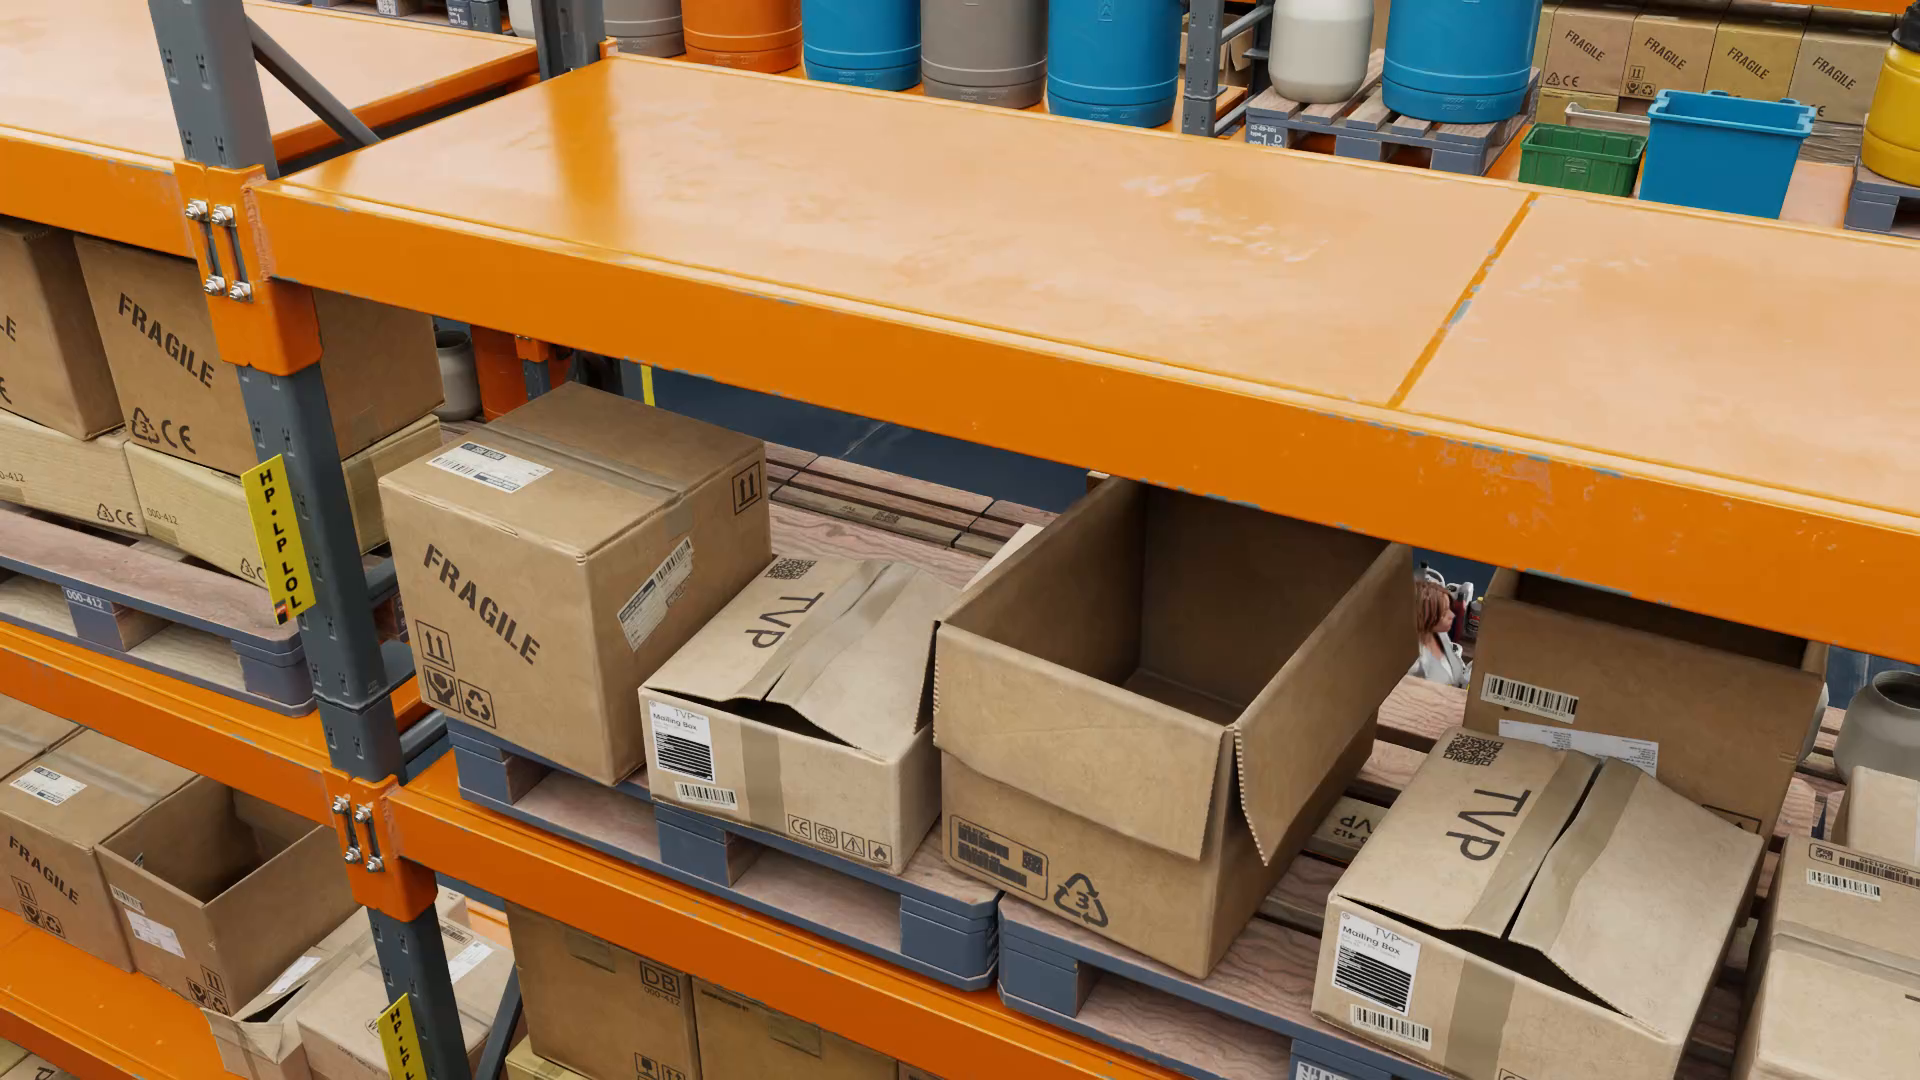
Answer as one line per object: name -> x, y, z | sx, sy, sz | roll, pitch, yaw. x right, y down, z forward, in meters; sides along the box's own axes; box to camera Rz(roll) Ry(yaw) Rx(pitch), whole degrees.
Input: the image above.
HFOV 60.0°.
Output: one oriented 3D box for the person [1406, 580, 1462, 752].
person -> 1.867, 0.824, 6.889 | 0.976, 1.537, 0.442 | 16, 34, 25
